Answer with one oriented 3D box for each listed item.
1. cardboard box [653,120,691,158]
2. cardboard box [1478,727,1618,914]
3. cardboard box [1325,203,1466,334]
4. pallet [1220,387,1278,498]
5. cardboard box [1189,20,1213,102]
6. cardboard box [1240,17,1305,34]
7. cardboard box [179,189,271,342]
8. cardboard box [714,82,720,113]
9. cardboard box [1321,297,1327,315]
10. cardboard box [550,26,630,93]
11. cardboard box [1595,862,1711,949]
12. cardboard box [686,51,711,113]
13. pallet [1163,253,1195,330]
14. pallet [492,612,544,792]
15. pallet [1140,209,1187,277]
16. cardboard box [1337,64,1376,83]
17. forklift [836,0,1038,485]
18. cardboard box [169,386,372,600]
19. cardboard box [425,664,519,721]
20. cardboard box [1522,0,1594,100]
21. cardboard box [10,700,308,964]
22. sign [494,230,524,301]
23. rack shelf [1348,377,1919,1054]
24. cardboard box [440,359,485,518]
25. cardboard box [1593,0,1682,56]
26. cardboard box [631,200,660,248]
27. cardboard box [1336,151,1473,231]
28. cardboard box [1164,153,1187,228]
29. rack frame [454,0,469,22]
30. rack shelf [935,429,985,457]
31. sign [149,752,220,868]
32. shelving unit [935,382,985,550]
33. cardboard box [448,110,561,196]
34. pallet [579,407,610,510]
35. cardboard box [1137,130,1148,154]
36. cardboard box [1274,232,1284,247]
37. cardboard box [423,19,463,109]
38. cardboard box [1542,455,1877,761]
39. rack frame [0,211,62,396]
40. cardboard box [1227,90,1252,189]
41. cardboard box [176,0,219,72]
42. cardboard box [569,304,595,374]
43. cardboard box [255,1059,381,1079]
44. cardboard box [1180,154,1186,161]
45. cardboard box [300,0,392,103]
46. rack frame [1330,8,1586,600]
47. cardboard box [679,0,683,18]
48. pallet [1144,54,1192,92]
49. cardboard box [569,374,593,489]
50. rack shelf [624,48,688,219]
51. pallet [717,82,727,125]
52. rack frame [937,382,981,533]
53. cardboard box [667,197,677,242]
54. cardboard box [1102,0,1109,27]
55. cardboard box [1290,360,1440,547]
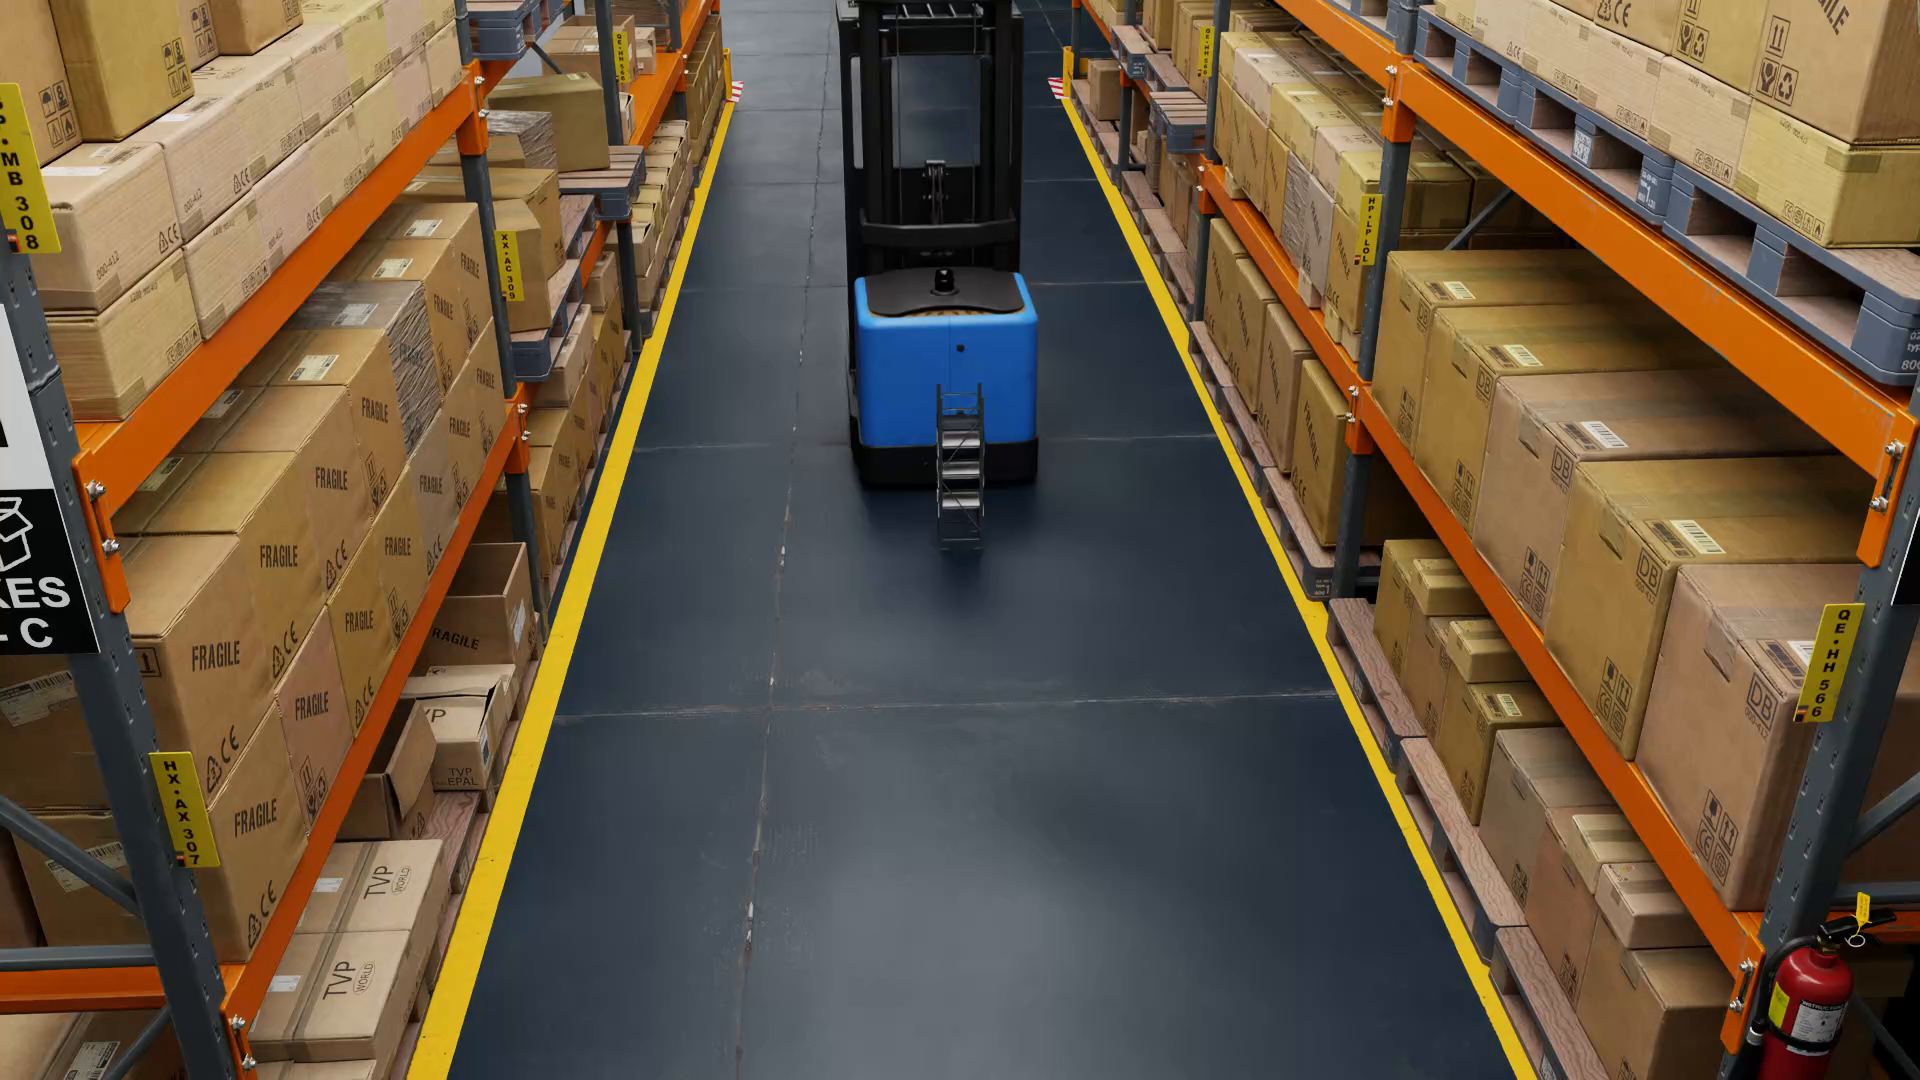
[{"bbox_3d":[-2.665,-3.551,14.727,0.500,0.311,0.500,-1,28,-3],"label":"cardboard box"},{"bbox_3d":[2.412,1.043,6.255,0.700,0.500,0.500,-2,28,-4],"label":"cardboard box"},{"bbox_3d":[2.117,-1.334,8.113,0.500,0.500,0.500,-2,28,-3],"label":"cardboard box"},{"bbox_3d":[2.210,-0.625,10.220,1.003,0.211,1.213,-1,28,-3],"label":"pallet"},{"bbox_3d":[2.093,-3.503,12.139,0.700,0.500,0.500,-4,28,-7],"label":"cardboard box"},{"bbox_3d":[2.136,-3.475,11.383,0.380,0.149,0.250,-5,28,-9],"label":"cardboard box"},{"bbox_3d":[-2.132,-0.711,4.289,0.500,0.250,0.500,-1,28,-3],"label":"cardboard box"},{"bbox_3d":[-2.792,-4.627,17.398,0.500,0.250,0.500,-1,28,-3],"label":"cardboard box"},{"bbox_3d":[2.087,-1.225,8.606,0.380,0.149,0.250,-1,28,-1],"label":"cardboard box"},{"bbox_3d":[-2.895,-3.730,13.050,0.500,0.500,0.500,-1,28,-3],"label":"cardboard box"},{"bbox_3d":[2.276,1.164,5.322,0.380,0.149,0.250,-2,28,-3],"label":"cardboard box"},{"bbox_3d":[-2.736,-4.498,16.339,0.500,0.500,0.500,-1,28,-3],"label":"cardboard box"},{"bbox_3d":[2.144,-1.914,12.691,1.003,0.211,1.213,-1,28,-3],"label":"pallet"},{"bbox_3d":[-2.519,0.733,7.617,1.003,0.211,1.213,-1,28,-3],"label":"pallet"},{"bbox_3d":[2.083,-2.476,13.769,1.003,0.211,1.213,-1,28,-3],"label":"pallet"},{"bbox_3d":[2.513,-2.627,9.782,0.500,0.250,0.500,-2,28,-4],"label":"cardboard box"},{"bbox_3d":[-0.190,-2.273,10.438,1.130,2.935,3.031,-2,28,-5],"label":"forklift"},{"bbox_3d":[-2.161,-0.145,5.095,0.500,0.500,0.500,-1,28,-2],"label":"cardboard box"},{"bbox_3d":[-2.162,0.676,7.317,0.380,0.149,0.250,-1,28,-3],"label":"cardboard box"},{"bbox_3d":[2.212,-1.638,5.503,0.500,0.250,0.500,-2,28,-4],"label":"cardboard box"},{"bbox_3d":[-2.105,0.771,4.420,0.500,0.500,0.500,-1,28,-2],"label":"cardboard box"},{"bbox_3d":[-2.013,-1.221,7.412,0.100,0.325,0.005,-1,28,-3],"label":"sign"},{"bbox_3d":[2.497,0.301,6.208,1.077,0.370,4.000,-1,28,-3],"label":"rack shelf"},{"bbox_3d":[-2.244,-0.402,6.670,0.500,0.500,0.500,-1,28,-1],"label":"cardboard box"},{"bbox_3d":[2.240,-1.725,4.859,0.500,0.500,0.500,-3,28,-5],"label":"cardboard box"},{"bbox_3d":[-2.533,-2.375,12.473,0.500,0.311,0.500,-2,28,-4],"label":"cardboard box"},{"bbox_3d":[2.113,-1.669,7.944,0.500,0.250,0.500,-1,28,-1],"label":"cardboard box"},{"bbox_3d":[2.093,-2.910,13.812,0.700,0.500,0.500,-1,28,-2],"label":"cardboard box"},{"bbox_3d":[-2.554,-3.481,6.192,1.000,3.000,0.127,-1,28,-3],"label":"rack frame"},{"bbox_3d":[0.000,-0.525,8.967,0.258,0.077,0.200,-1,28,-3],"label":"rack shelf"},{"bbox_3d":[-1.804,0.630,3.863,0.100,0.325,0.005,-1,28,-3],"label":"sign"},{"bbox_3d":[0.000,-0.395,9.035,0.258,0.900,0.210,-1,28,-3],"label":"shelving unit"},{"bbox_3d":[-2.761,-2.183,9.630,0.700,0.500,0.500,4,28,7],"label":"cardboard box"},{"bbox_3d":[-2.701,-0.524,10.026,1.003,0.211,1.213,-1,28,-3],"label":"pallet"},{"bbox_3d":[1.917,-3.822,15.922,0.380,0.166,0.250,-5,28,-9],"label":"cardboard box"},{"bbox_3d":[2.060,-1.821,9.748,0.380,0.149,0.250,-1,28,-2],"label":"cardboard box"},{"bbox_3d":[-2.263,-1.866,6.503,0.500,0.250,0.500,-1,28,-3],"label":"cardboard box"},{"bbox_3d":[2.515,0.201,5.296,0.980,0.700,0.700,-2,28,-3],"label":"cardboard box"},{"bbox_3d":[-2.345,-1.633,2.651,1.000,3.000,0.127,-1,28,-3],"label":"rack frame"},{"bbox_3d":[1.971,-2.502,10.352,0.500,0.500,0.500,0,28,-1],"label":"cardboard box"},{"bbox_3d":[-2.463,-1.489,4.429,0.700,0.500,0.500,-1,28,-3],"label":"cardboard box"},{"bbox_3d":[-2.415,-1.163,9.652,0.500,0.250,0.500,-2,28,-4],"label":"cardboard box"},{"bbox_3d":[-2.037,1.771,5.200,0.380,0.166,0.250,-1,28,-3],"label":"cardboard box"},{"bbox_3d":[2.087,-3.273,13.698,0.500,0.250,0.500,-2,28,-4],"label":"cardboard box"},{"bbox_3d":[-2.211,-1.626,5.502,0.500,0.250,0.500,-1,28,-3],"label":"cardboard box"},{"bbox_3d":[2.392,-0.942,7.812,1.000,3.000,0.127,-1,28,-3],"label":"rack frame"},{"bbox_3d":[-3.058,-5.239,15.944,0.700,0.500,0.500,-1,28,-2],"label":"cardboard box"},{"bbox_3d":[2.039,-3.617,13.149,1.003,0.211,1.213,-1,28,-3],"label":"pallet"},{"bbox_3d":[-2.394,-0.614,9.410,0.500,0.500,0.500,-1,28,-2],"label":"cardboard box"},{"bbox_3d":[-2.868,-3.273,13.059,1.077,0.370,4.000,-1,28,-3],"label":"rack shelf"},{"bbox_3d":[-3.099,-4.774,18.175,1.003,0.211,1.213,-1,28,-3],"label":"pallet"},{"bbox_3d":[-0.005,-0.442,9.125,0.240,0.900,0.006,-1,28,-3],"label":"rack frame"},{"bbox_3d":[-2.584,-2.593,13.497,0.500,0.250,0.500,-1,28,-2],"label":"cardboard box"},{"bbox_3d":[1.629,-5.021,15.773,0.500,0.250,0.500,-1,28,-2],"label":"cardboard box"},{"bbox_3d":[2.229,-0.472,8.782,0.750,0.750,0.750,-1,28,-2],"label":"cardboard box"}]
